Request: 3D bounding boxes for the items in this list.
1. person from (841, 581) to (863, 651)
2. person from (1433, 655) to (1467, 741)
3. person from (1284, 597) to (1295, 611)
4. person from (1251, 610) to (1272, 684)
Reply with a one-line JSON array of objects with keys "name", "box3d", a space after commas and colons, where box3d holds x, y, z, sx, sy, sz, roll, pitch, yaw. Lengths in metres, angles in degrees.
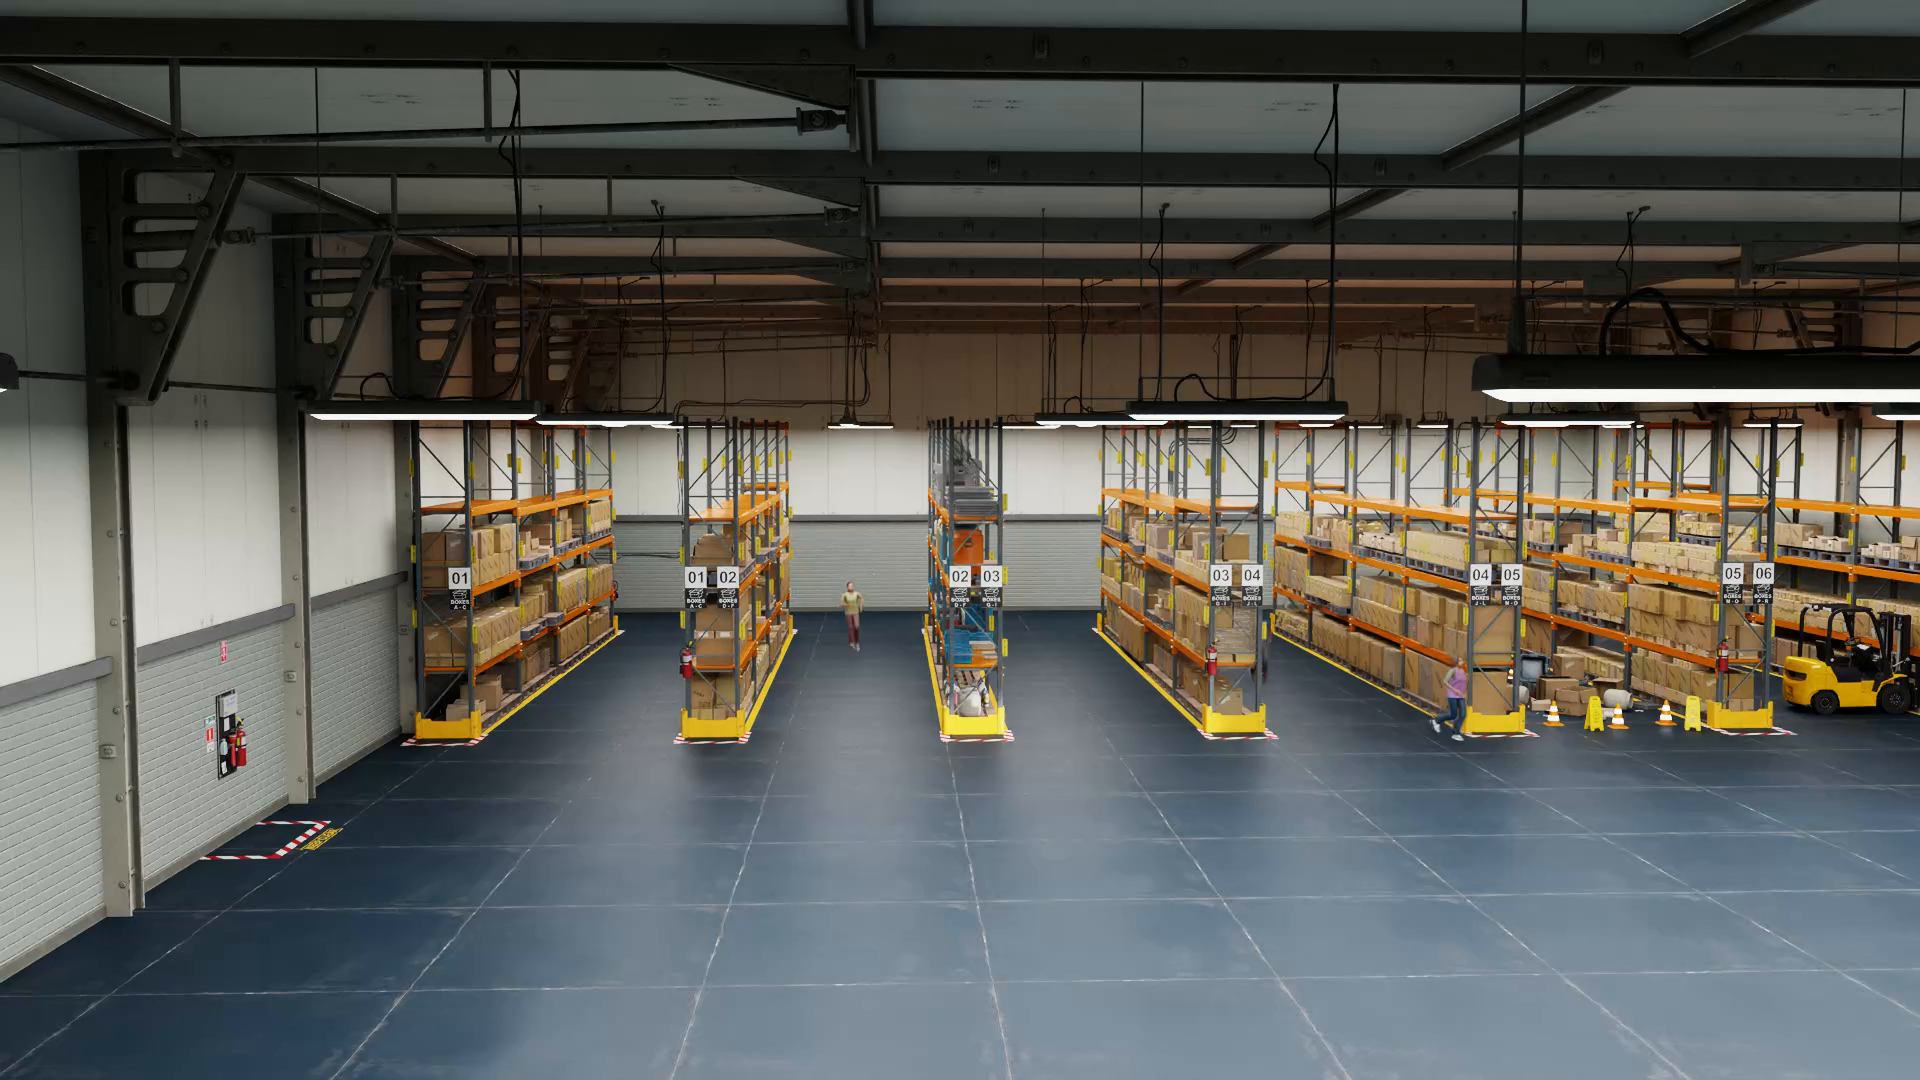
[{"name": "person", "box3d": [-2.717, 1.907, 41.786, 0.544, 1.745, 0.633, 0, 4, -3]}, {"name": "person", "box3d": [9.201, 2.927, 31.001, 0.569, 1.566, 0.678, -3, 5, -35]}, {"name": "person", "box3d": [9.711, 1.728, 49.030, 0.533, 1.566, 0.549, 0, 4, -5]}, {"name": "person", "box3d": [6.853, 2.441, 37.951, 0.581, 1.735, 0.747, 0, 4, -6]}]
